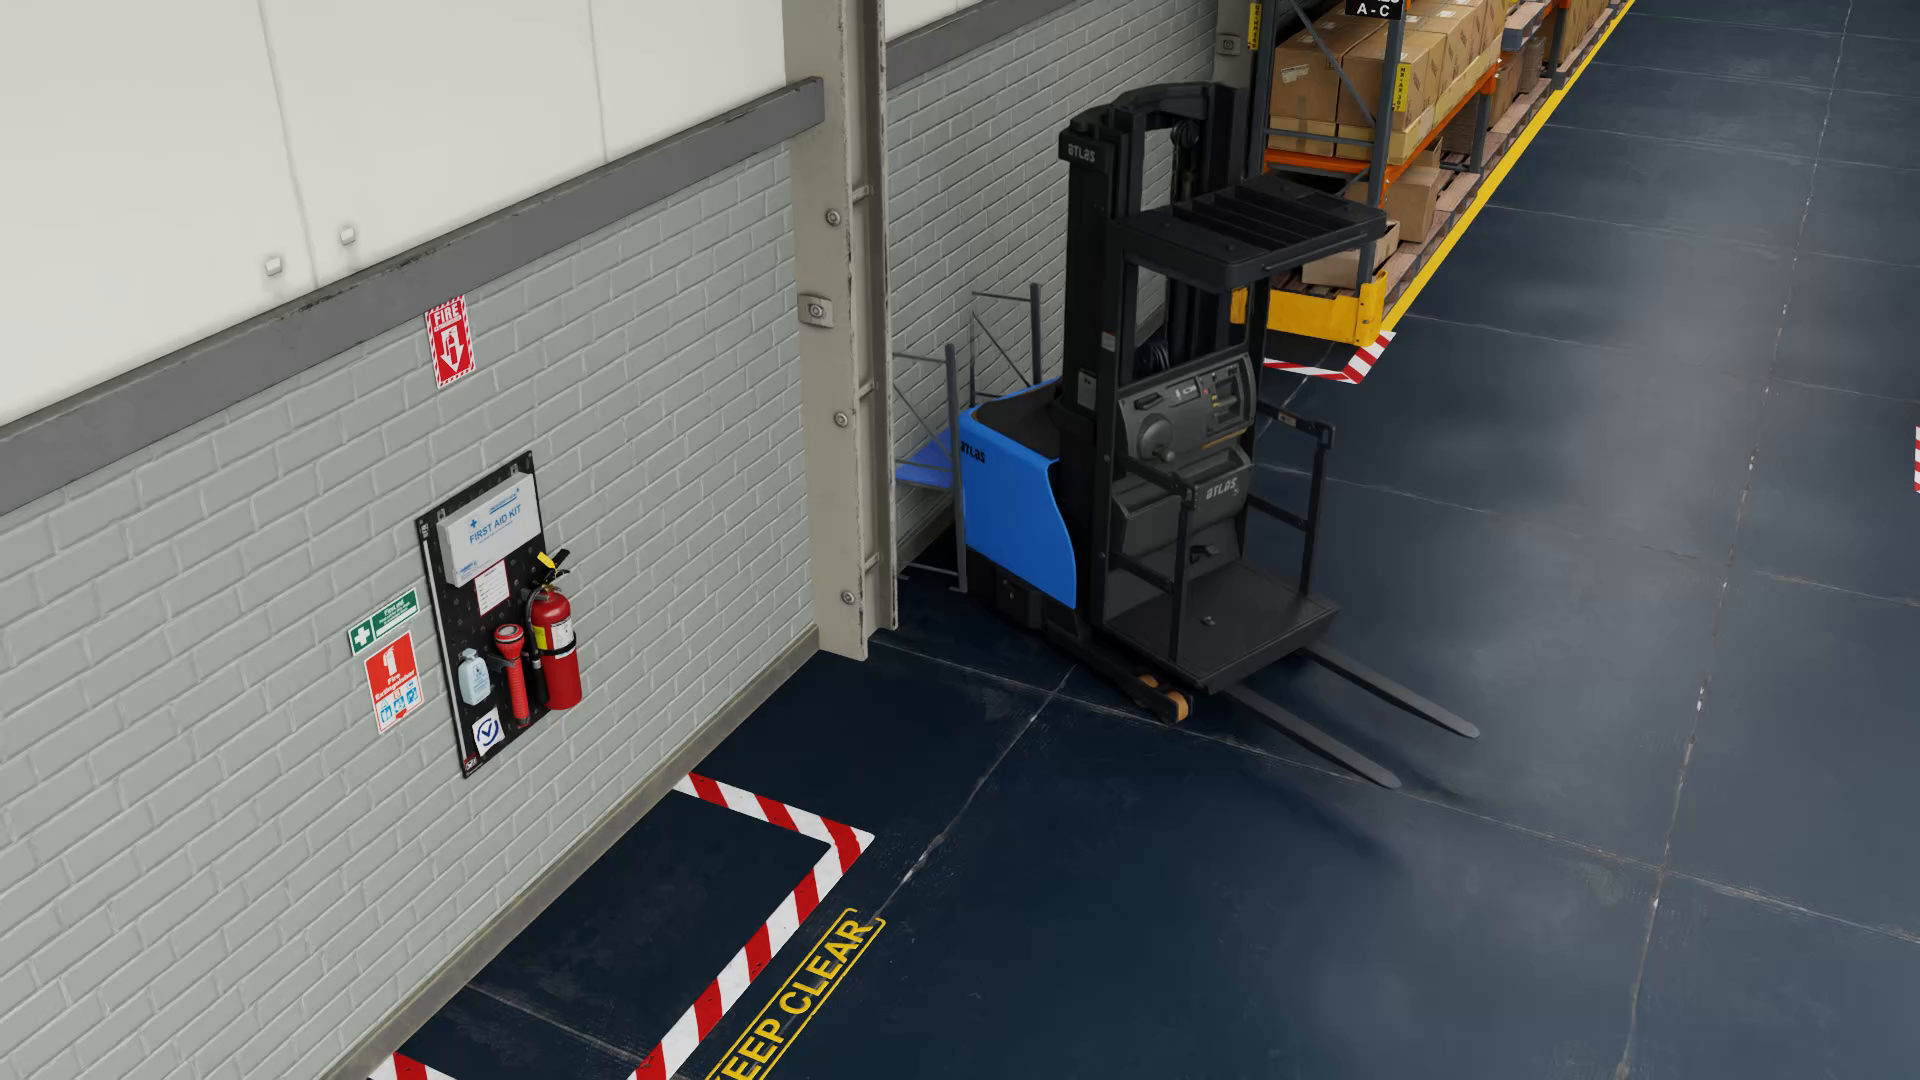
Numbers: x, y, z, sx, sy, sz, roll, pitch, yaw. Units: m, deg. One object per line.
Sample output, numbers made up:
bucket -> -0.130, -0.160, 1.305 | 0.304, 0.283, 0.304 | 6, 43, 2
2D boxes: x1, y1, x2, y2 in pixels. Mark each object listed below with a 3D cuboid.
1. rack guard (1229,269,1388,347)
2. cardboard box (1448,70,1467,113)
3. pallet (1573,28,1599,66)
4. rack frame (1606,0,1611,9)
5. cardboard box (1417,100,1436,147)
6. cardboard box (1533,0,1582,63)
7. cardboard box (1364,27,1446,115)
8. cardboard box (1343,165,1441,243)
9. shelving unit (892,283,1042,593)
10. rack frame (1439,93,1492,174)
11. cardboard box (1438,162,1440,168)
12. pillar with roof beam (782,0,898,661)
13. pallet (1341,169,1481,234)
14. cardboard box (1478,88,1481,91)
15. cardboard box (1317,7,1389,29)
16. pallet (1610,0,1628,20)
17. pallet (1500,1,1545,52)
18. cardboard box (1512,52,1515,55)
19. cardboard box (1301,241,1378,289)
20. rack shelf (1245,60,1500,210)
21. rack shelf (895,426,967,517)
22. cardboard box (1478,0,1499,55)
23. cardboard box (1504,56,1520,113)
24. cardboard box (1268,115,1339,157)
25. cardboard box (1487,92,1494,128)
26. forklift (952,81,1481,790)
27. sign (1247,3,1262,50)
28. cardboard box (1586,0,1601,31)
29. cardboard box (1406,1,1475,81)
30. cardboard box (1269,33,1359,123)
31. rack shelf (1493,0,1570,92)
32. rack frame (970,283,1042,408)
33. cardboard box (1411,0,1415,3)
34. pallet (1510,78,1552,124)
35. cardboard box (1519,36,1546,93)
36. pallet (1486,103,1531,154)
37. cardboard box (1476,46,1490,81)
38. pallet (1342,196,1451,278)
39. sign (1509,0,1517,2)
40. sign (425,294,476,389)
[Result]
rack guard -> 2.653, -1.876, 12.805 | 1.175, 0.500, 0.348 | 14, 33, 23
cardboard box -> 3.817, -3.696, 13.594 | 0.500, 0.250, 0.500 | 15, 33, 24
pallet -> 7.246, -6.135, 20.511 | 1.003, 0.211, 1.213 | 14, 33, 23
rack frame -> 8.085, -8.246, 21.388 | 1.000, 3.000, 0.127 | 14, 33, 23
cardboard box -> 3.347, -3.248, 12.814 | 0.500, 0.250, 0.500 | 13, 32, 22
cardboard box -> 6.715, -6.019, 19.247 | 0.750, 0.750, 0.750 | 14, 33, 23
cardboard box -> 3.338, -3.555, 12.597 | 0.500, 0.500, 0.500 | 14, 33, 23
cardboard box -> 3.652, -2.886, 14.122 | 0.700, 0.500, 0.500 | 12, 32, 20
shelving unit -> 0.025, -0.632, 9.620 | 0.538, 1.500, 1.048 | 12, 31, 26
rack frame -> 4.441, -4.700, 15.212 | 1.000, 3.000, 0.127 | 14, 33, 23
cardboard box -> 4.224, -3.418, 15.383 | 0.380, 0.166, 0.250 | 10, 31, 17
pillar with roof beam -> 3.266, -2.398, 5.180 | 9.100, 9.000, 0.400 | 14, 33, 23
pallet -> 4.166, -3.185, 15.374 | 1.003, 0.211, 1.213 | 14, 33, 23
cardboard box -> 4.959, -4.658, 16.454 | 0.500, 0.250, 0.500 | 14, 33, 22
cardboard box -> 3.114, -3.903, 13.203 | 0.500, 0.500, 0.500 | 13, 32, 22
pallet -> 8.501, -7.356, 22.638 | 1.003, 0.211, 1.213 | 14, 33, 23
pallet -> 4.918, -4.922, 15.792 | 1.003, 0.211, 1.213 | 14, 33, 23
cardboard box -> 5.666, -5.335, 17.634 | 0.500, 0.250, 0.500 | 15, 33, 24
cardboard box -> 3.014, -2.237, 13.183 | 0.500, 0.311, 0.500 | 11, 32, 18
rack shelf -> 3.530, -3.501, 13.847 | 1.077, 0.370, 4.000 | 14, 33, 23
rack shelf -> 0.034, -0.473, 9.704 | 0.538, 0.185, 1.000 | 12, 31, 26
cardboard box -> 4.278, -4.466, 14.183 | 0.500, 0.500, 0.500 | 14, 33, 23
cardboard box -> 5.442, -4.820, 17.490 | 0.700, 0.500, 0.500 | 14, 33, 23
cardboard box -> 2.659, -3.121, 12.594 | 0.500, 0.250, 0.500 | 15, 33, 24
cardboard box -> 4.952, -4.377, 16.718 | 0.700, 0.500, 0.500 | 14, 33, 22
forklift -> 1.280, -0.622, 8.180 | 1.130, 2.935, 3.031 | -22, 37, -34
sign -> 2.133, -3.700, 11.992 | 0.100, 0.325, 0.005 | 14, 33, 23
cardboard box -> 7.502, -6.784, 20.578 | 0.750, 0.750, 0.750 | 15, 33, 25
cardboard box -> 3.803, -4.015, 13.397 | 0.500, 0.500, 0.500 | 15, 33, 25
cardboard box -> 2.644, -3.452, 12.418 | 0.500, 0.500, 0.500 | 14, 33, 23
rack shelf -> 5.352, -5.274, 16.935 | 1.077, 0.370, 4.000 | 14, 33, 23
rack frame -> 0.266, -0.852, 10.009 | 0.500, 1.500, 0.032 | 12, 31, 26
cardboard box -> 3.570, -4.359, 13.997 | 0.500, 0.500, 0.500 | 15, 33, 25
pallet -> 5.906, -4.917, 18.392 | 1.003, 0.211, 1.213 | 14, 33, 23
cardboard box -> 5.981, -5.249, 18.236 | 0.700, 0.500, 0.500 | 15, 33, 24
pallet -> 5.349, -4.379, 17.453 | 1.003, 0.211, 1.213 | 14, 33, 23
cardboard box -> 4.260, -4.145, 14.378 | 0.500, 0.250, 0.500 | 14, 33, 23
pallet -> 3.612, -2.642, 14.429 | 1.003, 0.211, 1.213 | 14, 33, 23
sign -> 4.927, -4.955, 14.788 | 0.100, 0.325, 0.005 | 14, 33, 23
sign -> -1.818, -0.710, 5.938 | 0.001, 0.298, 0.199 | 14, 33, 23
